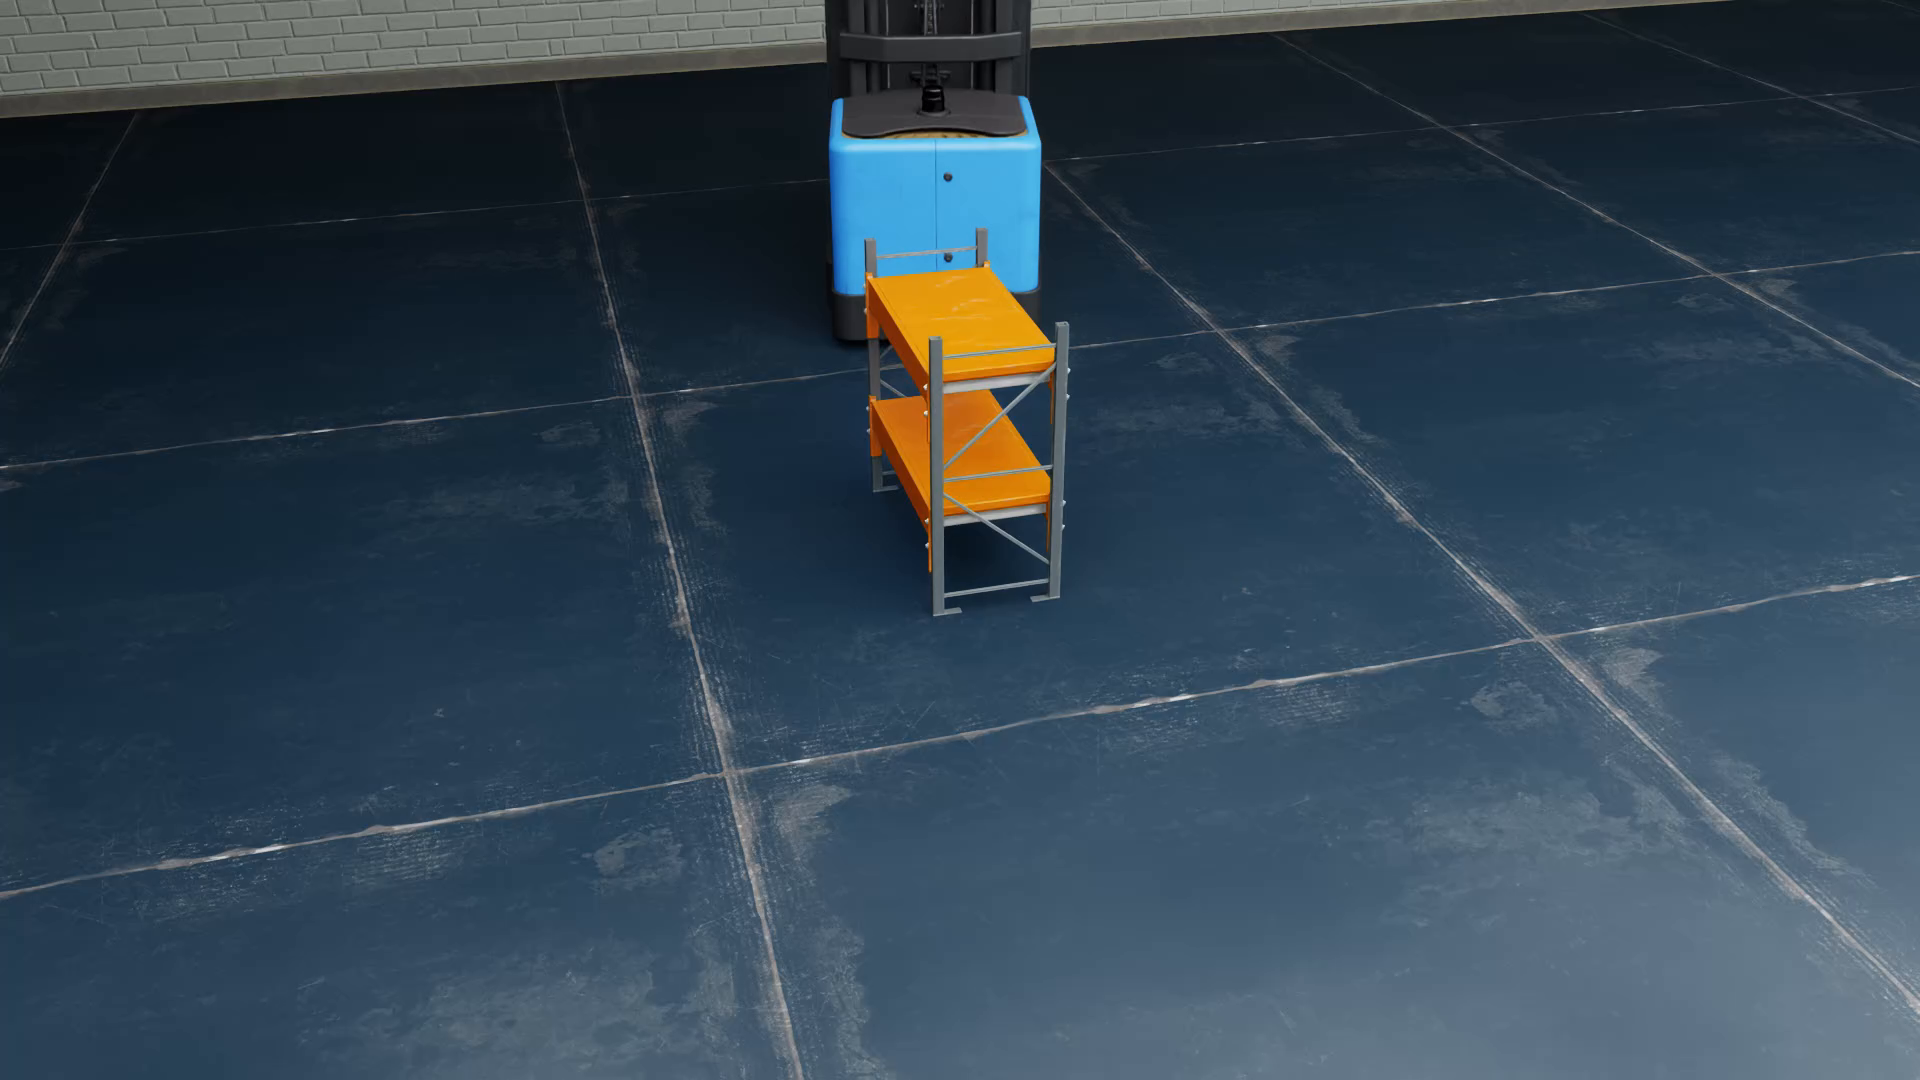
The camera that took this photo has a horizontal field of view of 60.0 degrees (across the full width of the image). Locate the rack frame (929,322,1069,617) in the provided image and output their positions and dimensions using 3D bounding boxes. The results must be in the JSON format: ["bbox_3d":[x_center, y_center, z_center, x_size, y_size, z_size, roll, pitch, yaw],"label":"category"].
[{"bbox_3d":[0.137,-0.238,6.038,0.500,1.125,0.032,-8,31,-13],"label":"rack frame"}]

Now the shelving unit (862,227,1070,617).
[{"bbox_3d":[0.002,-0.484,6.463,0.538,1.125,1.048,-8,31,-13],"label":"shelving unit"}]

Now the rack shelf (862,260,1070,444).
[{"bbox_3d":[0.002,-0.737,6.316,0.538,0.278,1.000,-8,31,-13],"label":"rack shelf"}]

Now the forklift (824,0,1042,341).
[{"bbox_3d":[-0.180,-2.972,8.959,1.130,2.935,3.031,-1,30,-2],"label":"forklift"}]

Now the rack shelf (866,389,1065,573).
[{"bbox_3d":[0.002,-0.272,6.585,0.538,0.278,1.000,-8,31,-13],"label":"rack shelf"}]

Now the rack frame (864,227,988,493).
[{"bbox_3d":[-0.133,-0.729,6.887,0.500,1.125,0.032,-8,31,-13],"label":"rack frame"}]
